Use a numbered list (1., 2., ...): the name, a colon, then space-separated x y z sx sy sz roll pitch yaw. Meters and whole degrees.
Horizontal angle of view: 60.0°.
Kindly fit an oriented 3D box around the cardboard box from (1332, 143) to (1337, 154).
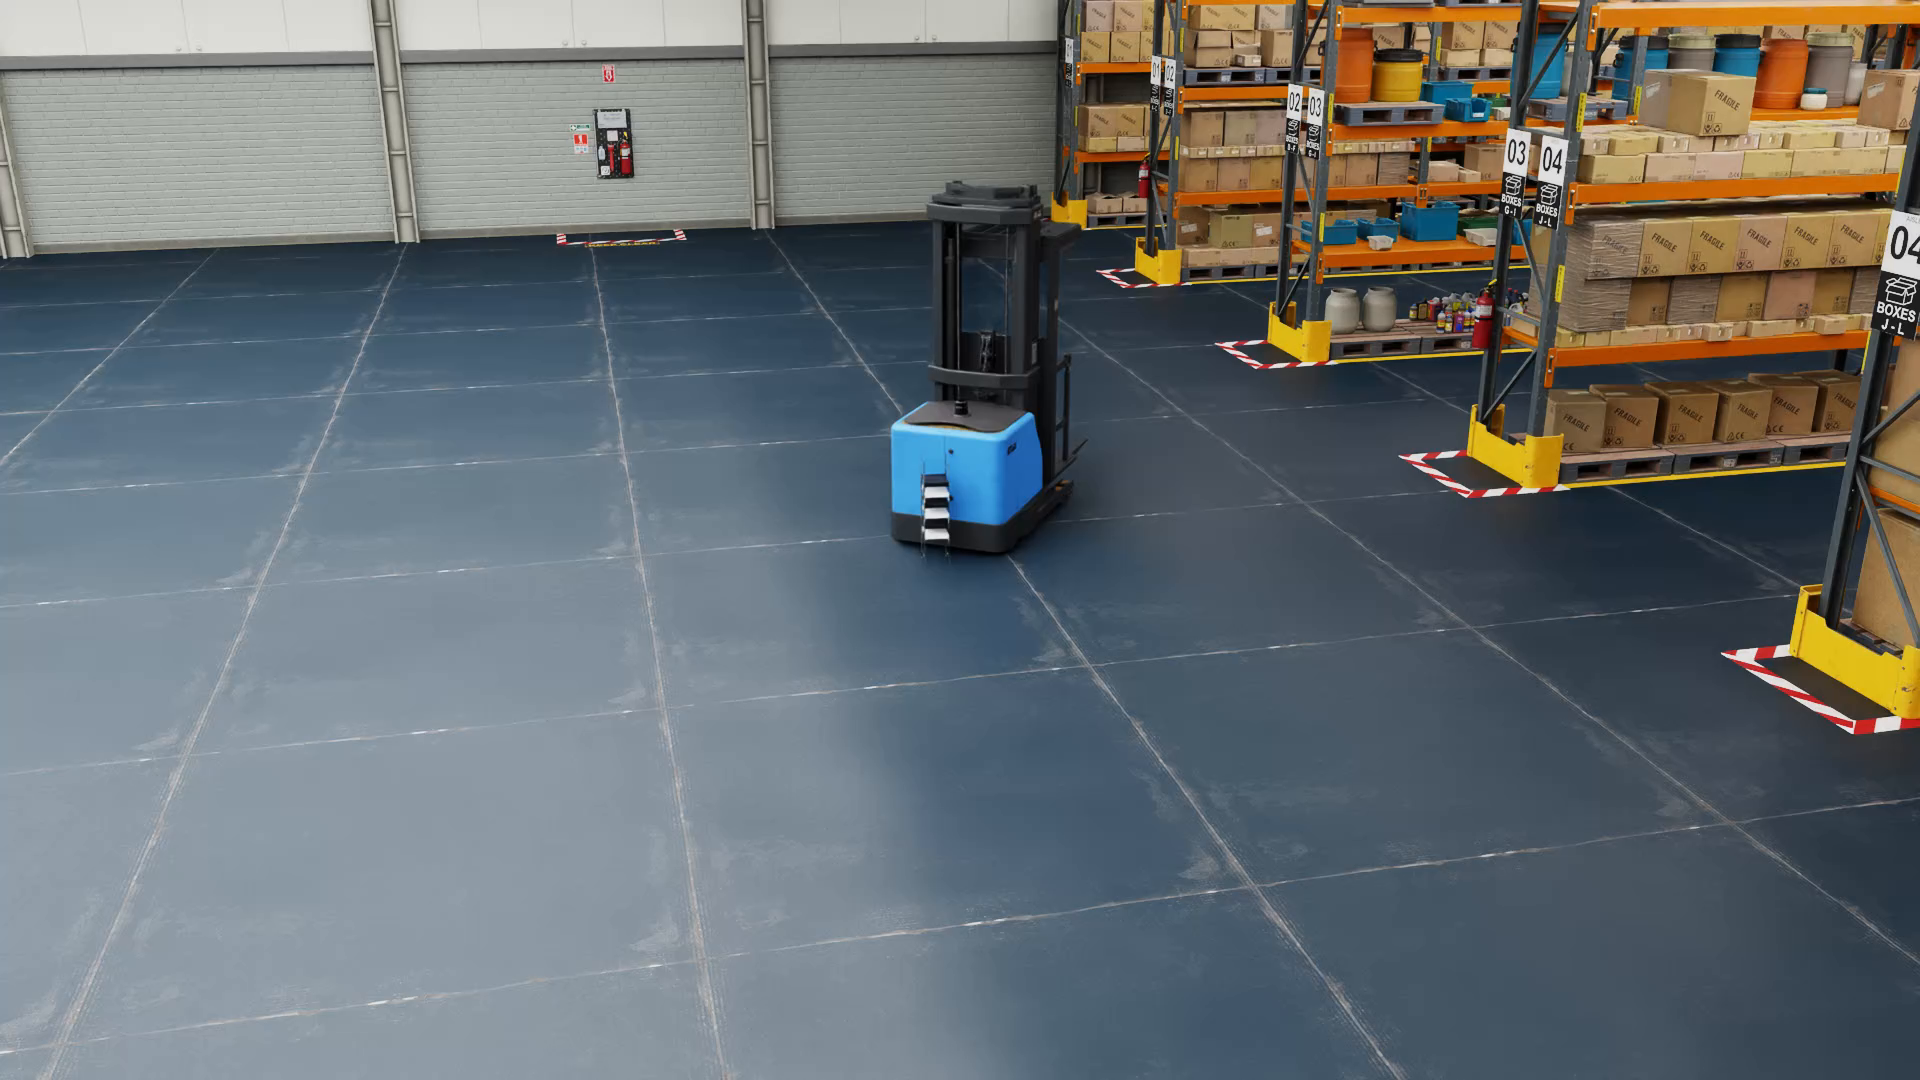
1. cardboard box: 5.455 -5.881 24.921 0.250 0.149 0.380 -4 21 -11

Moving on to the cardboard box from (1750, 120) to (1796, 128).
1. cardboard box: 7.774 -3.926 15.948 0.250 0.149 0.380 -5 21 -13

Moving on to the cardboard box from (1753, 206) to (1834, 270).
1. cardboard box: 7.834 -2.856 15.719 0.500 0.500 0.500 -5 21 -12

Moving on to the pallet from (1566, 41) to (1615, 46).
1. pallet: 11.357 -9.176 30.916 1.213 0.211 1.003 -4 20 -10

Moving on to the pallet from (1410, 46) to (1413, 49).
1. pallet: 7.396 -8.798 29.882 1.003 0.211 1.213 -5 21 -12

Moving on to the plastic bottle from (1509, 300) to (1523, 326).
1. plastic bottle: 6.981 -2.839 20.916 0.185 0.351 0.144 -5 21 -13

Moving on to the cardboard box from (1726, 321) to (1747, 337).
1. cardboard box: 7.316 -2.065 15.957 0.250 0.149 0.380 -5 21 -12

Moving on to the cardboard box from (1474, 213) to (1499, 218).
1. cardboard box: 8.357 -4.921 25.959 0.500 0.311 0.500 -5 21 -14

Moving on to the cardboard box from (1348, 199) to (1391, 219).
1. cardboard box: 6.383 -5.049 26.035 0.500 0.500 0.500 -5 21 -12

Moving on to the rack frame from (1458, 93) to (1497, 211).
1. rack frame: 9.655 -7.698 30.967 0.127 3.000 1.000 -5 21 -12

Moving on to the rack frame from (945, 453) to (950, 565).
1. rack frame: -0.104 -0.254 13.699 0.006 0.900 0.240 -3 20 -7

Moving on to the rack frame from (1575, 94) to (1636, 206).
1. rack frame: 8.042 -4.065 21.050 0.127 3.000 1.000 -5 21 -12

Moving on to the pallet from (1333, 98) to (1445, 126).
1. pallet: 4.977 -5.101 19.792 1.213 0.211 1.003 -5 21 -12

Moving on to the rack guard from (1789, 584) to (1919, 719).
1. rack guard: 6.309 0.754 11.530 0.348 0.500 1.175 -5 21 -12

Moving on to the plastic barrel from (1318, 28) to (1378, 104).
1. plastic barrel: 4.593 -5.636 19.745 0.708 0.830 0.600 -5 21 -12

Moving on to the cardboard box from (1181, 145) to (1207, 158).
1. cardboard box: 3.445 -5.717 24.472 0.250 0.149 0.380 -5 21 -13

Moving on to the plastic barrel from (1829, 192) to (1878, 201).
1. plastic barrel: 11.553 -4.307 21.514 0.708 0.536 0.600 -5 21 -12

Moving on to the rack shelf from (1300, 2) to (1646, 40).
1. rack shelf: 6.096 -6.198 19.779 4.000 0.370 1.077 -5 21 -12

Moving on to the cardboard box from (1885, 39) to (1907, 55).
1. cardboard box: 15.222 -7.884 26.608 0.500 0.250 0.500 -5 21 -12

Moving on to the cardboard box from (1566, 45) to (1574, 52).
1. cardboard box: 9.305 -7.431 25.487 0.500 0.250 0.500 -5 21 -14

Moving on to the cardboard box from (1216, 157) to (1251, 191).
1. cardboard box: 3.981 -5.529 24.903 0.500 0.500 0.700 -4 21 -11

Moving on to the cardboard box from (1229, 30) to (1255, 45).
1. cardboard box: 4.833 -8.687 29.134 0.500 0.500 0.500 -6 21 -17

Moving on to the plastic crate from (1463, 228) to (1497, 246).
1. plastic crate: 6.520 -3.728 20.513 0.437 0.136 0.530 -5 21 -12

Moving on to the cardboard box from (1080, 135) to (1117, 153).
1. cardboard box: 2.418 -6.936 29.076 0.500 0.250 0.500 -5 21 -14

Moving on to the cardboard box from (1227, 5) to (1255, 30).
1. cardboard box: 4.803 -9.138 28.910 0.500 0.500 0.500 -4 20 -10

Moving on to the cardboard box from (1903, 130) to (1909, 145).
1. cardboard box: 8.932 -3.810 15.631 0.250 0.149 0.380 -4 20 -11

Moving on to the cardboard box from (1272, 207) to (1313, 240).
1. cardboard box: 5.047 -4.751 25.219 0.500 0.500 0.500 -5 21 -12

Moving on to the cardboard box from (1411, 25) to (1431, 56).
1. cardboard box: 8.372 -9.092 30.235 0.637 0.503 0.797 -2 20 -5

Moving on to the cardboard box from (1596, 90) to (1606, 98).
1. cardboard box: 11.660 -8.322 30.973 0.500 0.250 0.500 -5 21 -14

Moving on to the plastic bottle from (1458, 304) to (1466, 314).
1. plastic bottle: 6.453 -2.932 21.387 0.097 0.201 0.097 0 20 0

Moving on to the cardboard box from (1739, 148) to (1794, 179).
1. cardboard box: 7.306 -3.504 15.375 0.500 0.250 0.500 -4 21 -11

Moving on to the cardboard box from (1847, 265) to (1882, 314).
1. cardboard box: 8.730 -2.579 16.415 0.500 0.500 0.875 -5 21 -12

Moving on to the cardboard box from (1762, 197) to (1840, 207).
1. cardboard box: 8.199 -3.072 16.309 0.500 0.500 0.500 -5 21 -12

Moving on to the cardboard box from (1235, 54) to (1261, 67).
1. cardboard box: 4.199 -6.994 24.237 0.250 0.149 0.380 -5 21 -12

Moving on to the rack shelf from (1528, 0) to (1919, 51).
1. rack shelf: 7.236 -4.726 15.184 4.000 0.370 1.077 -5 21 -12

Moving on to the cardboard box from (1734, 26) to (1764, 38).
1. cardboard box: 12.217 -8.078 26.045 0.500 0.500 0.500 -5 21 -12

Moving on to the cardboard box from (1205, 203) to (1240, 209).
1. cardboard box: 4.762 -6.318 30.196 0.500 0.500 0.500 -6 21 -17

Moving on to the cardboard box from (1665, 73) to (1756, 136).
1. cardboard box: 6.796 -3.947 15.063 0.500 0.500 0.500 -5 21 -13

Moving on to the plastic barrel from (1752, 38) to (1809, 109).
1. plastic barrel: 10.449 -5.947 21.204 0.708 0.830 0.600 -5 21 -12

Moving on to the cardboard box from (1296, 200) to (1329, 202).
1. cardboard box: 6.475 -6.478 30.631 0.500 0.500 0.700 -4 20 -11

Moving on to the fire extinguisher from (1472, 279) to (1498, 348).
1. fire extinguisher: 5.072 -2.199 16.069 0.183 0.674 0.296 -5 21 -12

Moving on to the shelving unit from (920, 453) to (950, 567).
1. shelving unit: -0.205 -0.249 13.687 0.210 0.900 0.258 -3 20 -7

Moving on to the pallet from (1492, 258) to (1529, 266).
1. pallet: 8.804 -4.583 26.519 1.213 0.211 1.003 -5 21 -12

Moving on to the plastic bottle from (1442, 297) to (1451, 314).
1. plastic bottle: 6.223 -2.990 21.435 0.135 0.276 0.152 -5 21 -14

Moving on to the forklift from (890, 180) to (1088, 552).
1. forklift: 0.411 -1.745 14.816 1.130 2.935 3.031 8 21 20

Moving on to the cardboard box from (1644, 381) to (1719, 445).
1. cardboard box: 7.088 -1.260 16.416 0.500 0.500 0.500 -3 20 -7

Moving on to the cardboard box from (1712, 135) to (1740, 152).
1. cardboard box: 6.884 -3.651 15.199 0.250 0.149 0.380 -6 21 -15

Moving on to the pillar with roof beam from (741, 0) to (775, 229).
1. pillar with roof beam: -2.496 -8.310 23.918 0.400 9.000 9.100 -5 21 -12

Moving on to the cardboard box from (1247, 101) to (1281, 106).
1. cardboard box: 5.374 -7.531 29.612 0.500 0.500 0.500 -5 21 -13

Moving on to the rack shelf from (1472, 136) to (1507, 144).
1. rack shelf: 11.601 -7.518 31.523 4.000 0.370 1.077 -5 21 -12

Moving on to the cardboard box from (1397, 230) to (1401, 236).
1. cardboard box: 7.243 -4.759 26.332 0.500 0.250 0.500 -5 21 -13

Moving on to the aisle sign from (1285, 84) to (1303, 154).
1. aisle sign: 4.011 -5.063 19.994 0.004 0.787 0.394 -5 21 -12

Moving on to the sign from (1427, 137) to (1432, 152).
1. sign: 7.035 -5.981 24.908 0.005 0.325 0.100 -5 21 -12

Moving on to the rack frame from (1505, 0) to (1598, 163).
1. rack frame: 5.289 -4.907 14.628 0.127 3.000 1.000 -5 21 -12
